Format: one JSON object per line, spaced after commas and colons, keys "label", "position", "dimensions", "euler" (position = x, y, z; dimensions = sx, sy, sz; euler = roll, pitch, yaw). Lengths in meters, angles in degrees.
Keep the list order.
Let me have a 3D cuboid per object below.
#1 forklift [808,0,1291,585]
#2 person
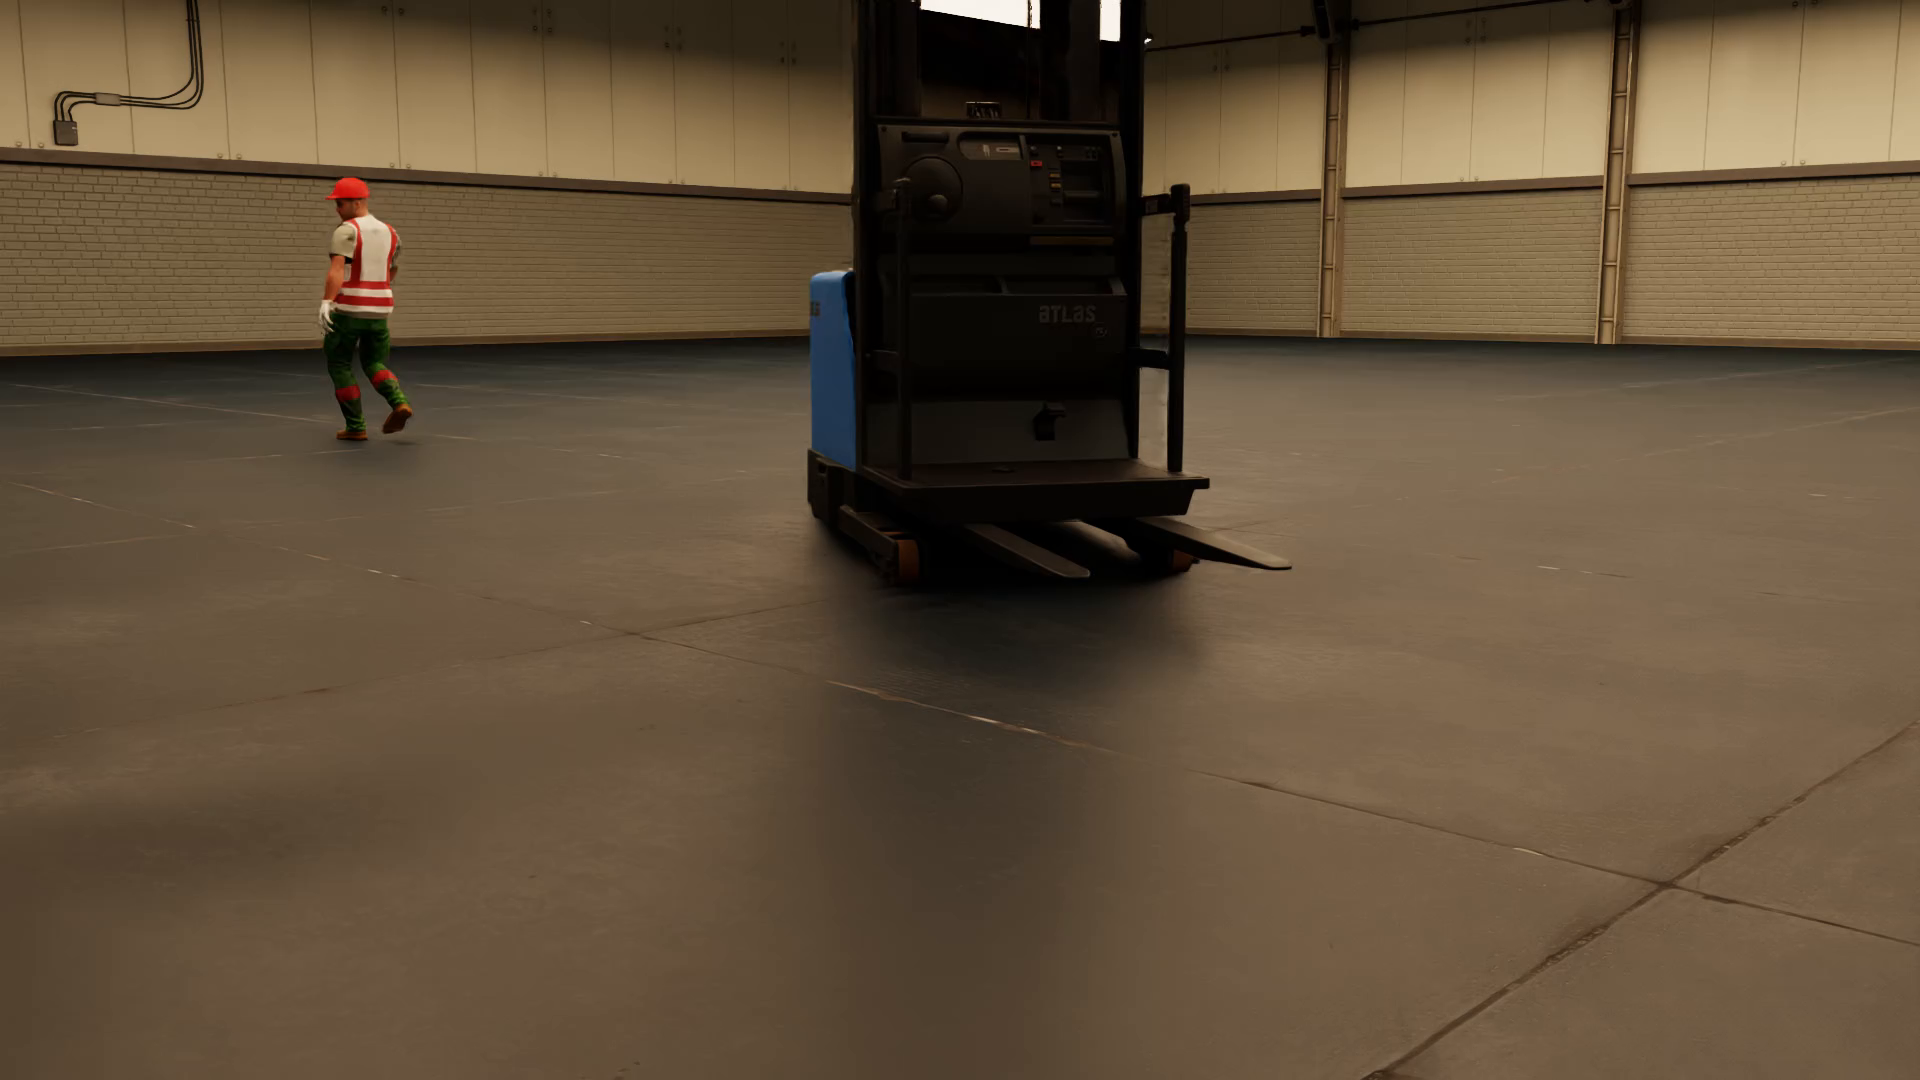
{"label": "forklift", "position": [0.216, -1.356, 5.878], "dimensions": [1.130, 2.935, 3.031], "euler": [-2, 9, -15]}
{"label": "person", "position": [-4.021, -1.521, 11.028], "dimensions": [0.614, 1.726, 0.711], "euler": [7, 11, 40]}
